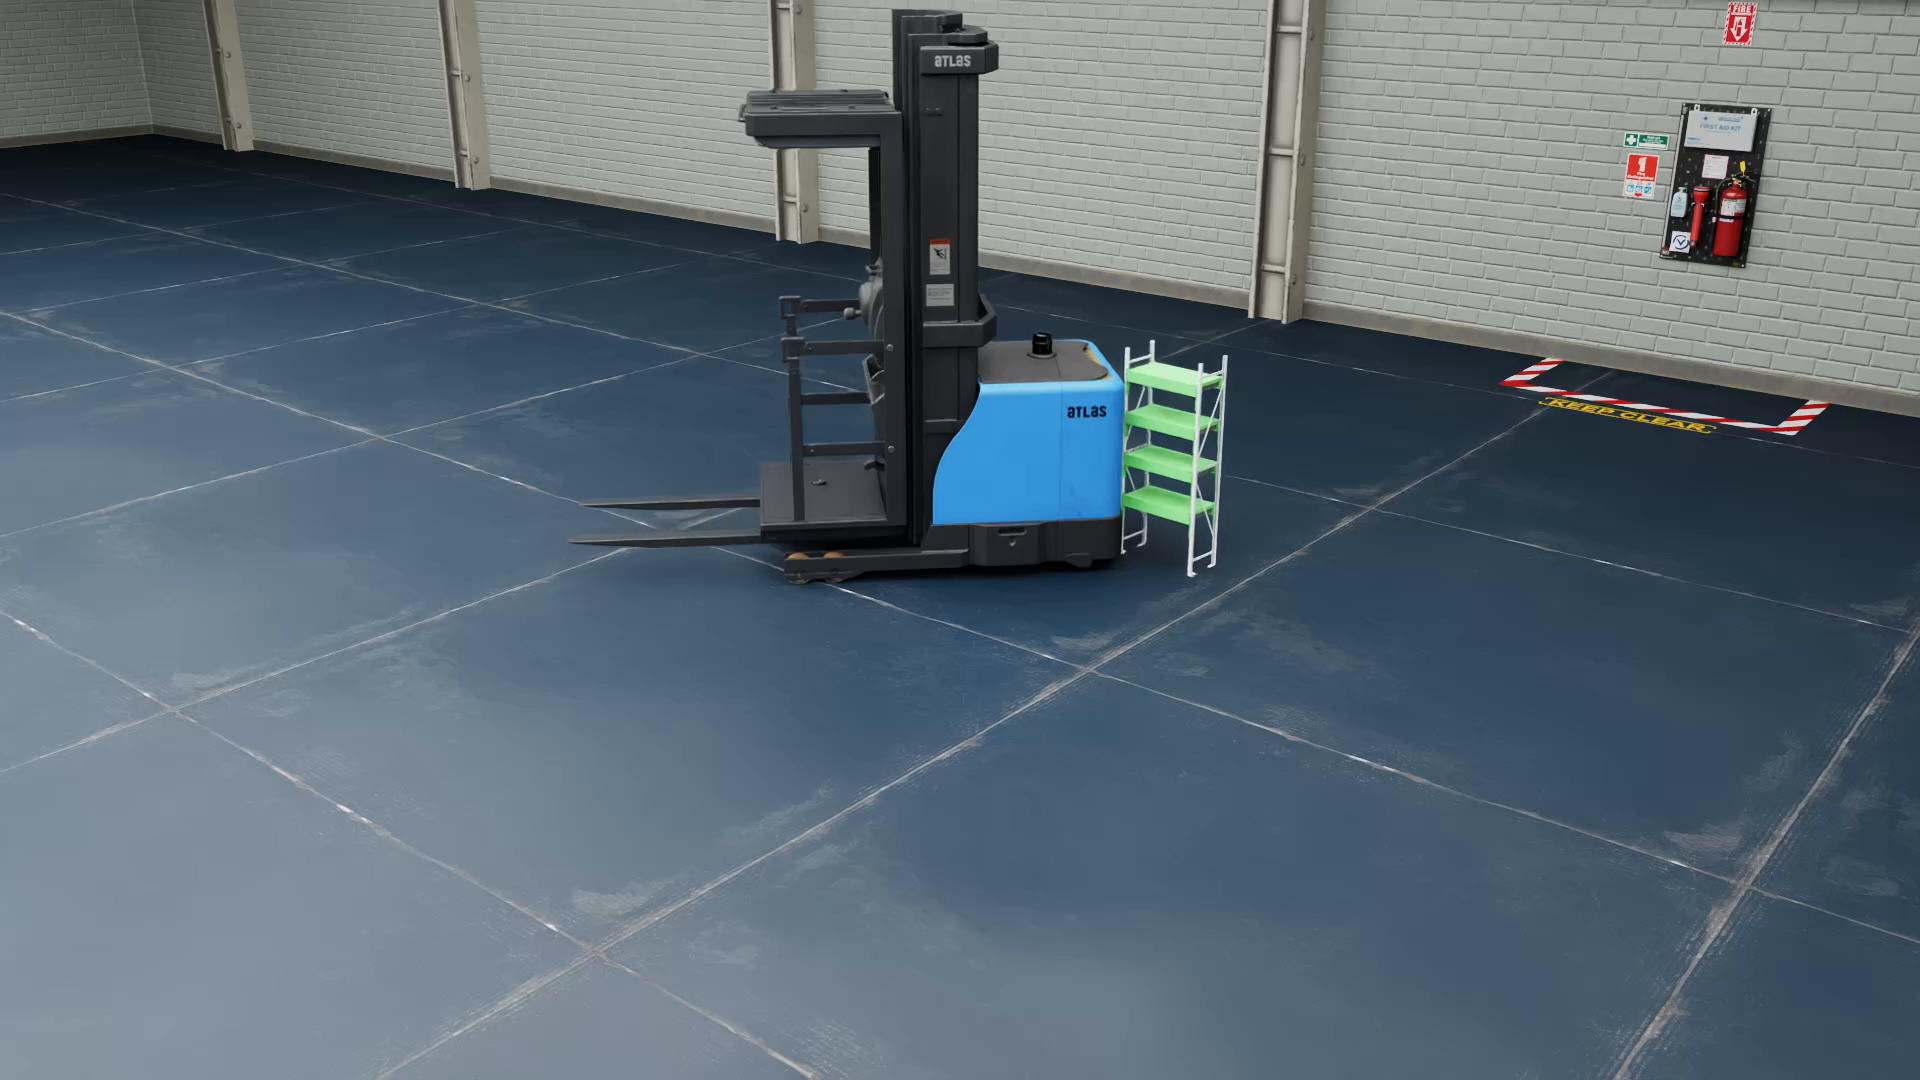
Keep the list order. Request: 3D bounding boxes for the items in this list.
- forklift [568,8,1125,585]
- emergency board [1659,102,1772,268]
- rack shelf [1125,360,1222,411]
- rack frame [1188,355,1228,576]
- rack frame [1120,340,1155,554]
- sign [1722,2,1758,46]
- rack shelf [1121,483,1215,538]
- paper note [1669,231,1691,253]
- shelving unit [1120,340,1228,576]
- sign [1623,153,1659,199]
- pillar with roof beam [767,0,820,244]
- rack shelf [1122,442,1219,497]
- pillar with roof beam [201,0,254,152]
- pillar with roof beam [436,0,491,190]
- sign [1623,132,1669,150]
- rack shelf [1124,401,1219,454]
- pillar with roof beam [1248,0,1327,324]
[{"bbox_3d":[-0.653,-1.326,9.031,3.031,2.935,1.130,-2,21,-6],"label":"forklift"},{"bbox_3d":[5.601,-2.633,12.398,0.643,1.169,0.194,16,26,36],"label":"emergency board"},{"bbox_3d":[1.164,-0.842,9.021,0.480,0.148,0.258,19,28,40],"label":"rack shelf"},{"bbox_3d":[1.340,-0.393,9.010,0.015,1.200,0.240,19,28,40],"label":"rack frame"},{"bbox_3d":[0.988,-0.512,9.327,0.015,1.200,0.240,19,28,40],"label":"rack frame"},{"bbox_3d":[5.658,-3.746,12.066,0.199,0.298,0.001,16,26,36],"label":"sign"},{"bbox_3d":[1.164,-0.168,9.275,0.480,0.148,0.258,19,28,40],"label":"rack shelf"},{"bbox_3d":[5.508,-2.279,12.708,0.142,0.148,0.016,16,26,36],"label":"paper note"},{"bbox_3d":[1.164,-0.453,9.168,0.503,1.200,0.258,19,28,40],"label":"shelving unit"},{"bbox_3d":[5.238,-2.801,12.794,0.234,0.329,0.001,16,26,36],"label":"sign"},{"bbox_3d":[-4.527,-6.378,13.829,0.400,9.000,9.100,16,26,36],"label":"pillar with roof beam"},{"bbox_3d":[1.164,-0.393,9.191,0.480,0.148,0.258,19,28,40],"label":"rack shelf"},{"bbox_3d":[-13.824,-9.055,20.928,0.400,9.000,9.100,16,26,36],"label":"pillar with roof beam"},{"bbox_3d":[-9.175,-7.717,17.378,0.400,9.000,9.100,16,26,36],"label":"pillar with roof beam"},{"bbox_3d":[5.236,-3.045,12.691,0.331,0.109,0.001,16,26,36],"label":"sign"},{"bbox_3d":[1.164,-0.617,9.106,0.480,0.148,0.258,19,28,40],"label":"rack shelf"},{"bbox_3d":[0.121,-5.040,10.279,0.400,9.000,9.100,16,26,36],"label":"pillar with roof beam"}]
